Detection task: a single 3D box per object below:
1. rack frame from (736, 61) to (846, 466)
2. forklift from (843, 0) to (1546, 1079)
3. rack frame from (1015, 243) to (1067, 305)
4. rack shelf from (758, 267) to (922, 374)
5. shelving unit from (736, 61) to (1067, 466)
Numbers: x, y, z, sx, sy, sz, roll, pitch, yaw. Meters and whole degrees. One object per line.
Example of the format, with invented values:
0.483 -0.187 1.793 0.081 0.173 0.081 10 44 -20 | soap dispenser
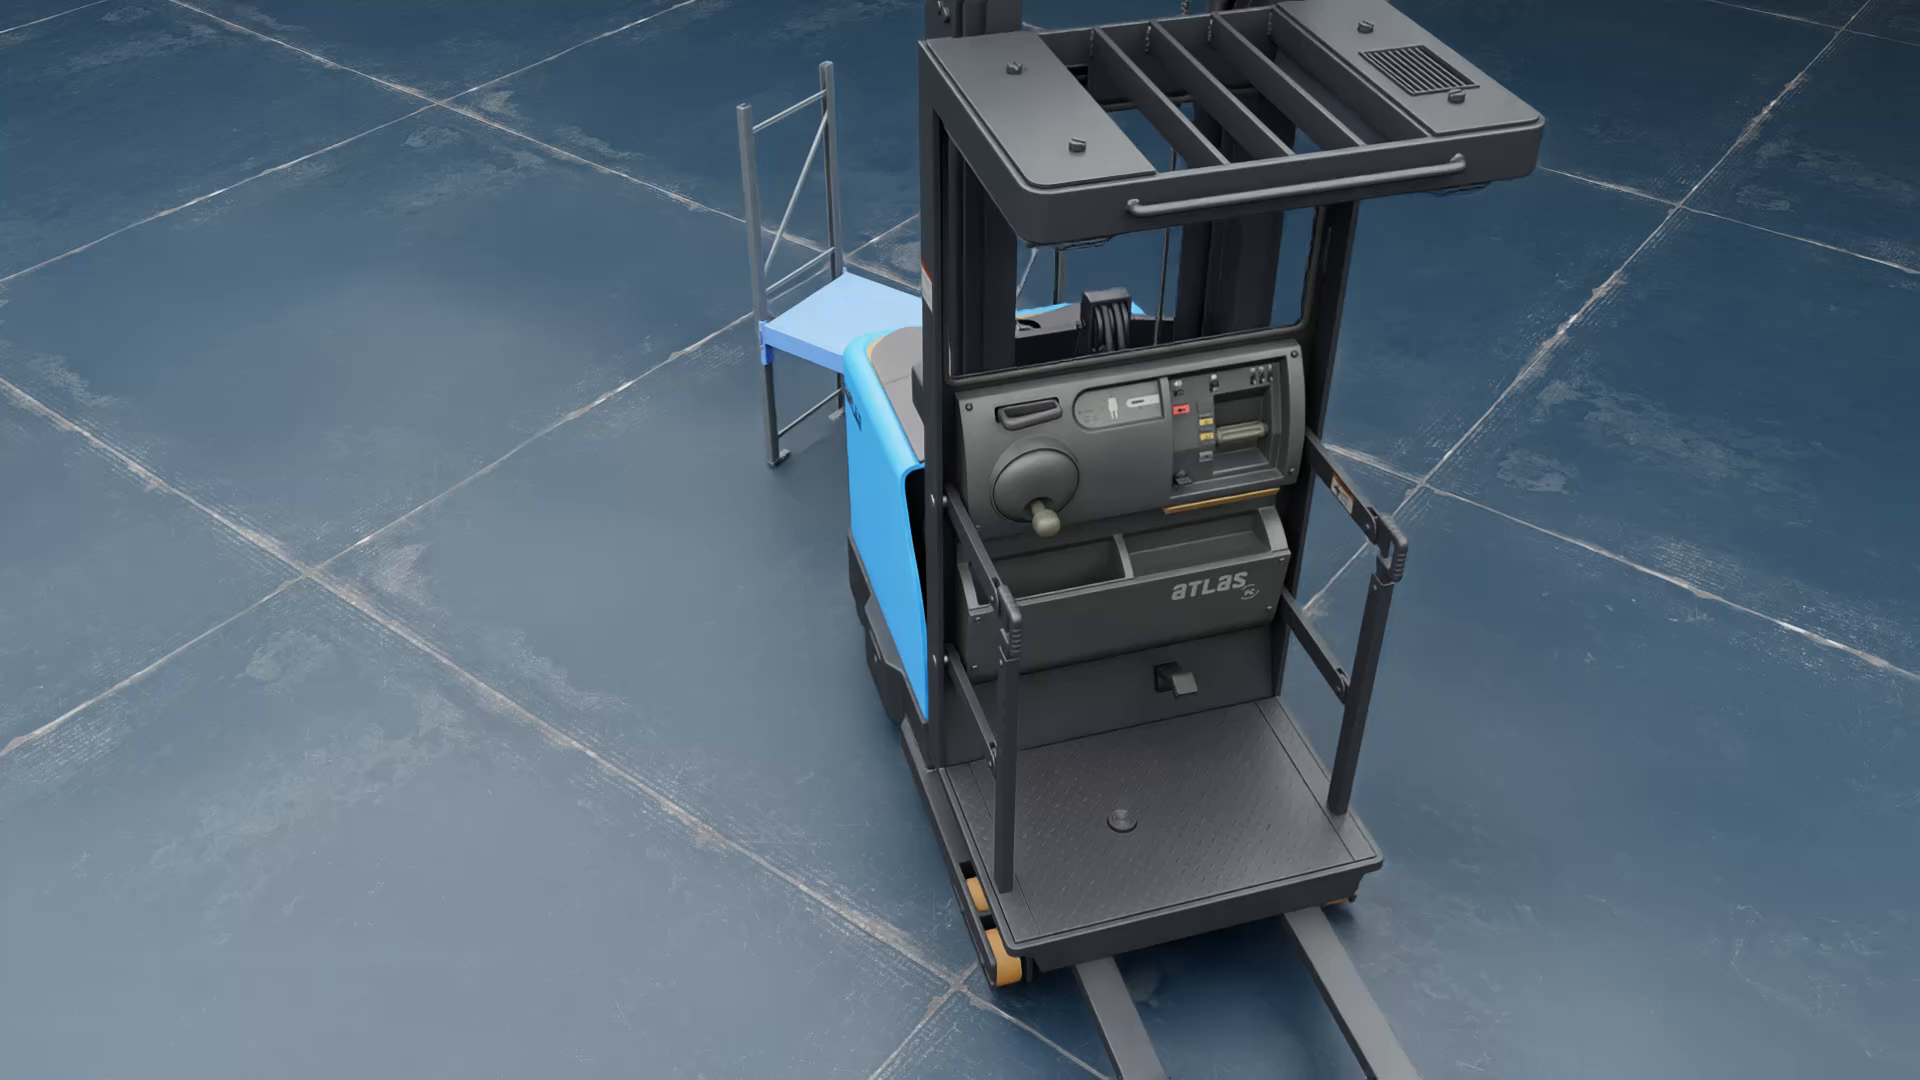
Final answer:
-0.614 -1.018 6.334 0.032 1.500 0.500 23 44 27 | rack frame
0.514 -0.184 4.107 1.130 2.935 3.031 -10 39 -13 | forklift
0.219 -0.660 5.876 0.032 1.500 0.500 23 44 27 | rack frame
-0.197 -0.697 6.216 1.000 0.185 0.538 23 44 27 | rack shelf
-0.197 -0.839 6.105 1.048 1.500 0.538 23 44 27 | shelving unit
